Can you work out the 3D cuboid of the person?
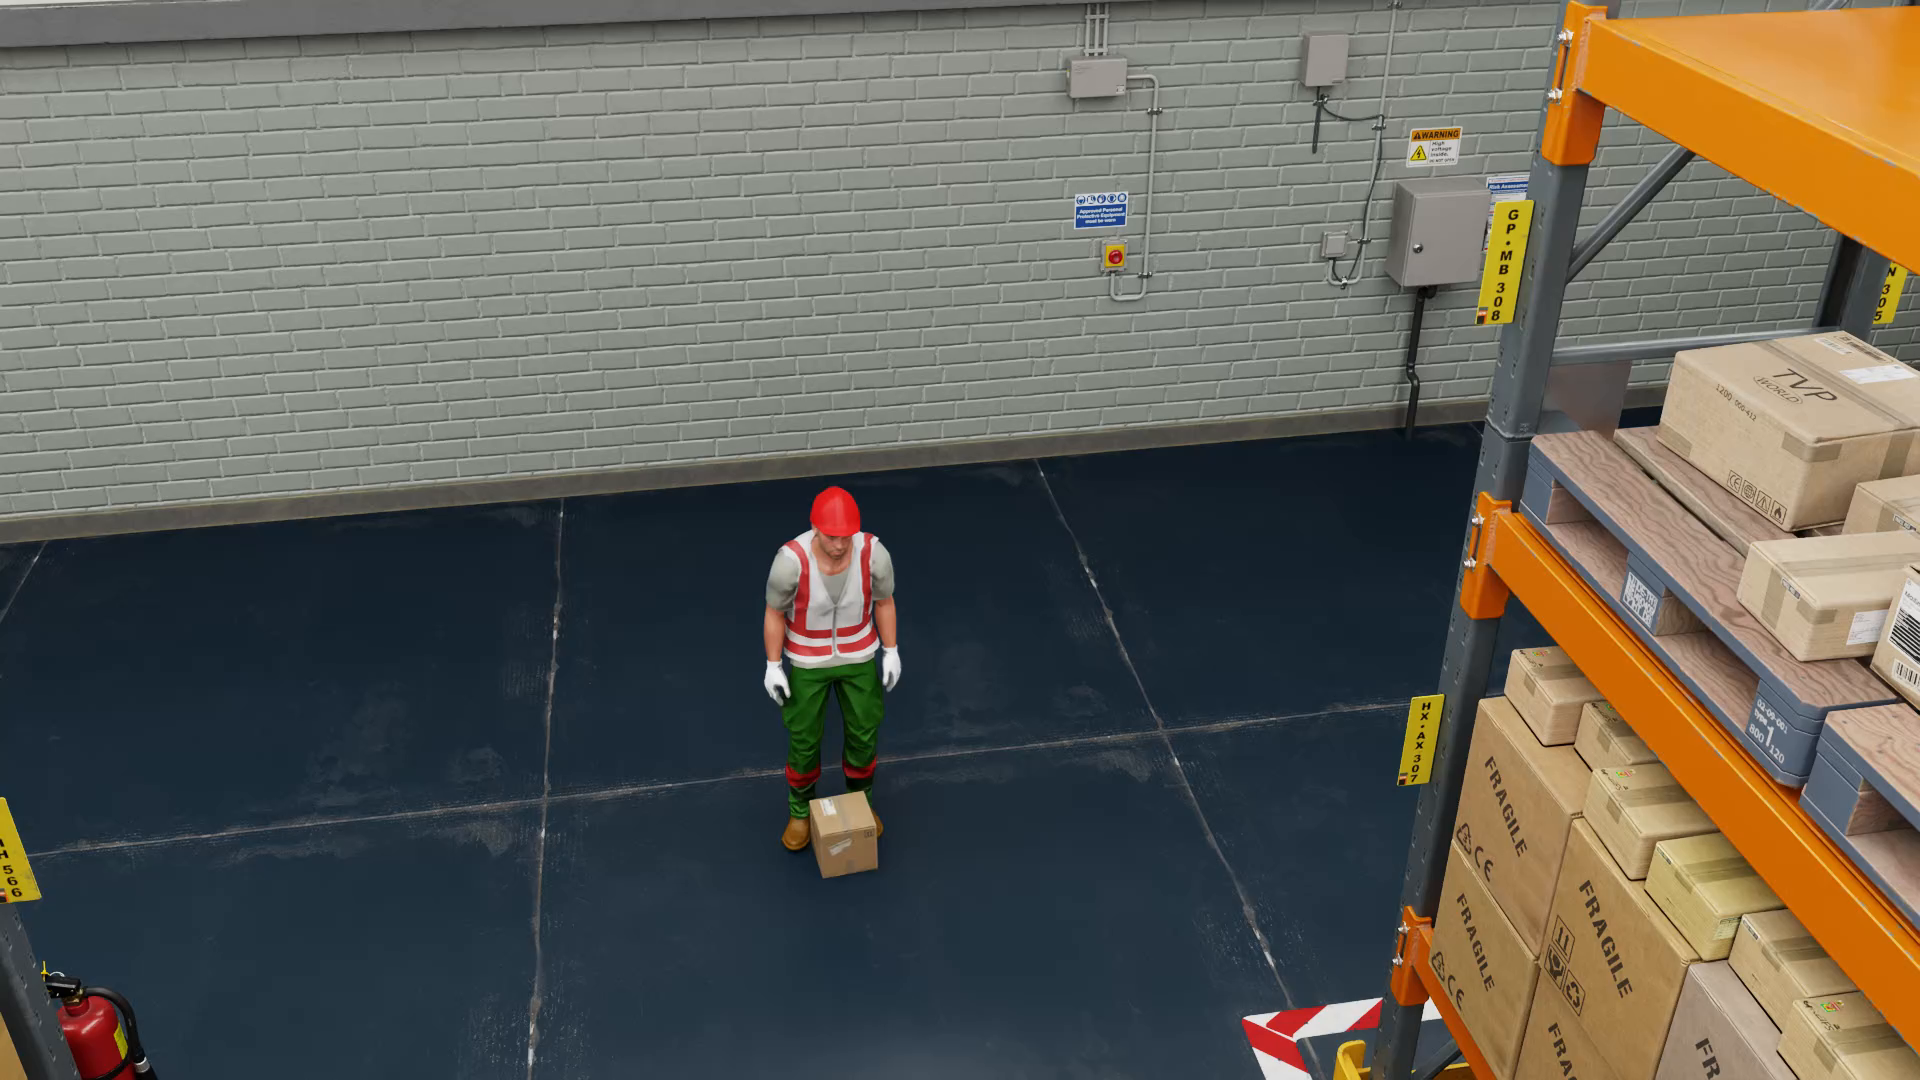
[{"bbox_3d":[-0.549,0.540,7.207,0.608,1.777,0.453,-7,31,-11],"label":"person"}]
